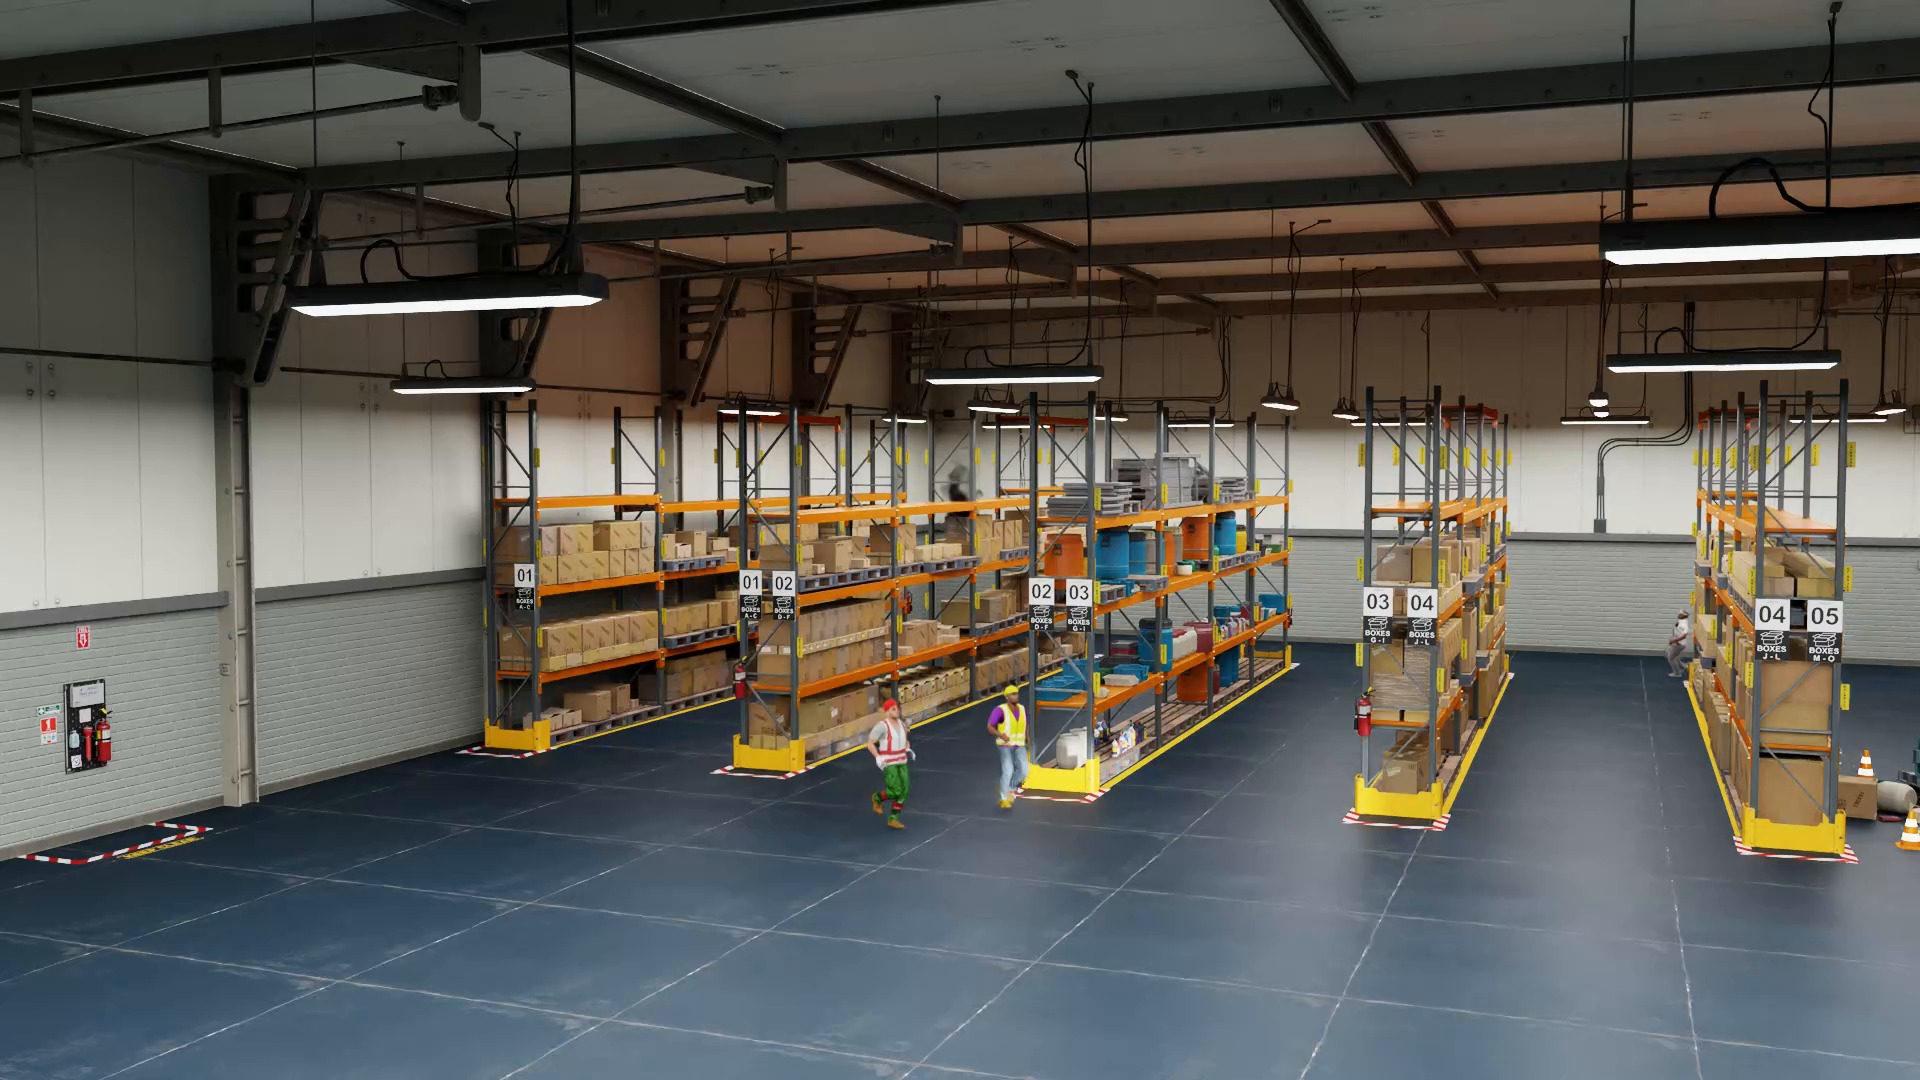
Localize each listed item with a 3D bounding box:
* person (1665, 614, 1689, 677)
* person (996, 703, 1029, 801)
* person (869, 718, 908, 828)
[{"bbox_3d":[16.280,2.348,37.771,0.502,1.570,0.675,1,3,26],"label":"person"},{"bbox_3d":[0.760,3.051,23.818,0.444,1.417,0.487,-1,3,-27],"label":"person"},{"bbox_3d":[-0.937,3.160,22.600,0.634,1.468,0.543,-3,4,-43],"label":"person"}]
